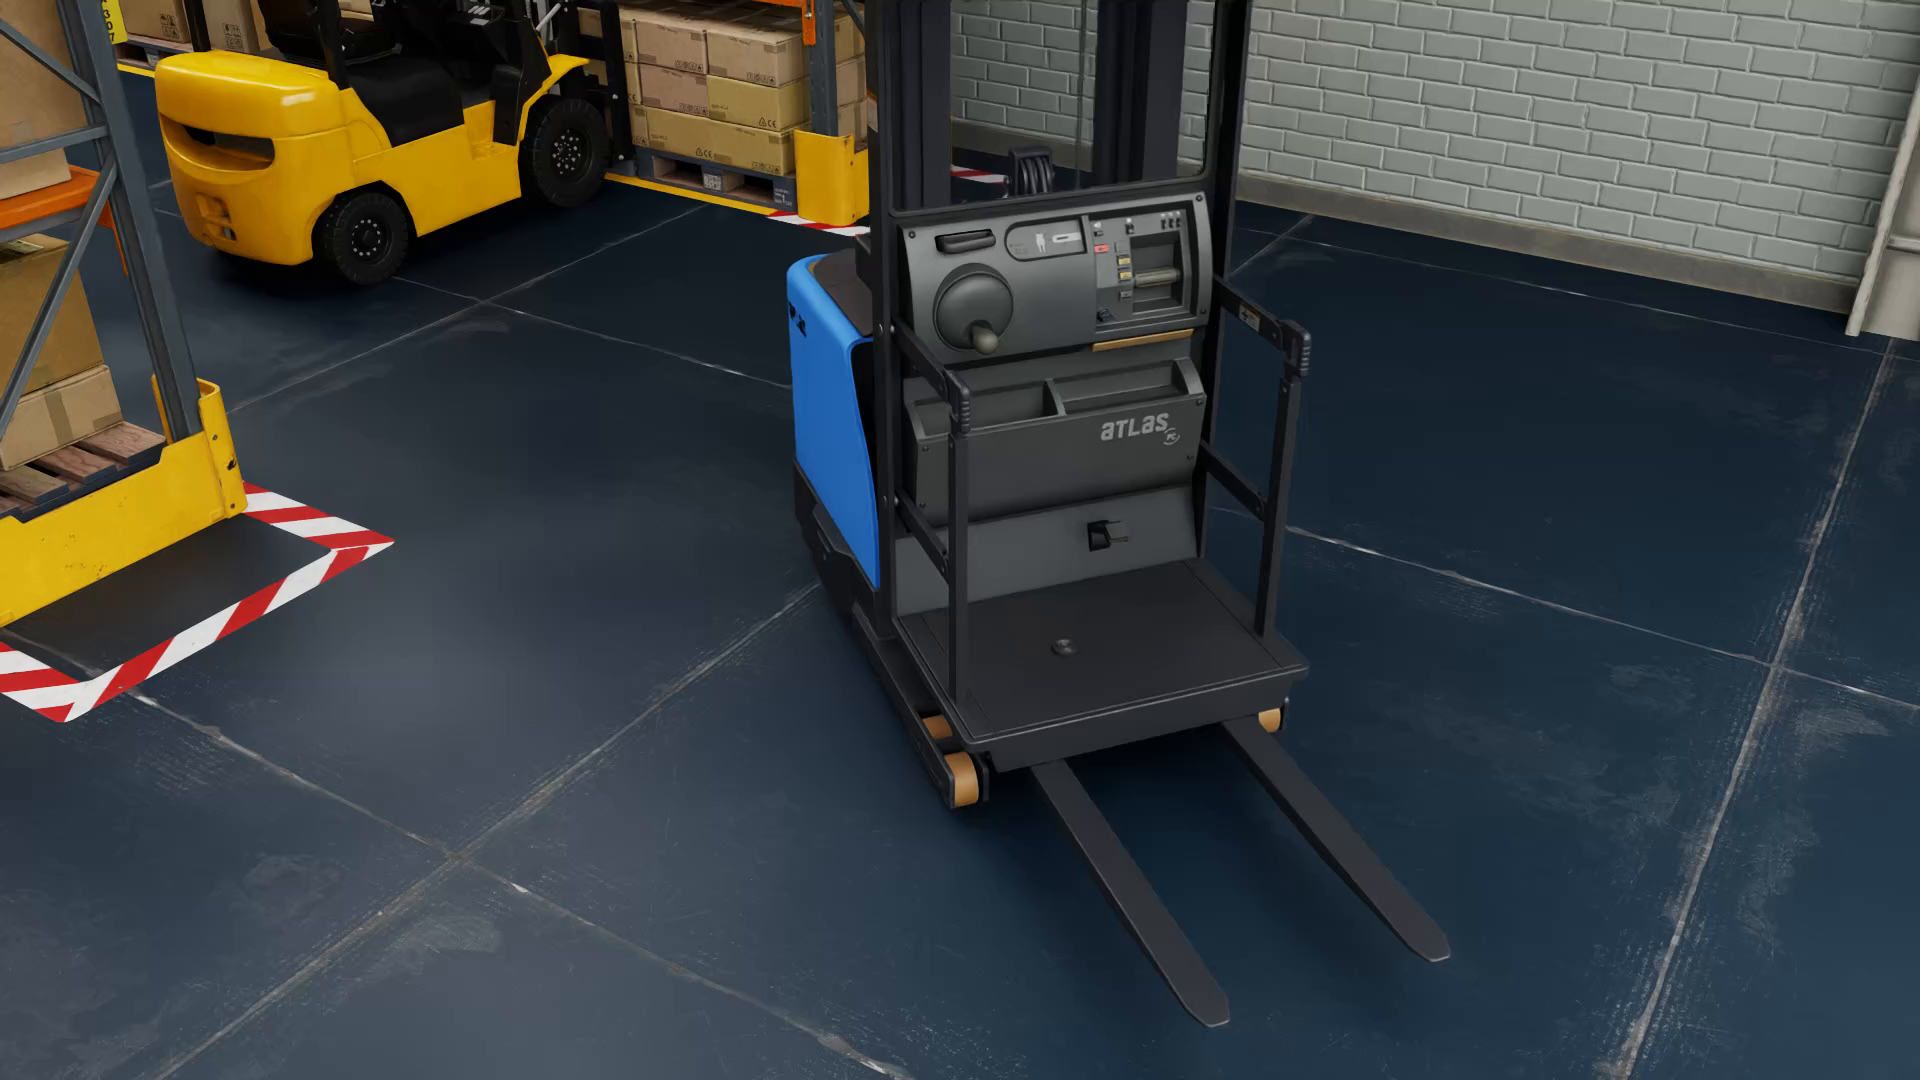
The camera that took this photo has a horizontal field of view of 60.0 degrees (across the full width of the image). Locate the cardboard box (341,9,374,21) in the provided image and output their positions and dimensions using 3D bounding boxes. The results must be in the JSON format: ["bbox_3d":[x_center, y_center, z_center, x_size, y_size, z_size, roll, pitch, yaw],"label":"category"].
[{"bbox_3d":[-3.645,-3.346,10.825,0.500,0.250,0.500,17,34,27],"label":"cardboard box"}]

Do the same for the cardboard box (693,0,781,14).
[{"bbox_3d":[-1.234,-3.094,9.896,0.500,0.250,0.500,18,35,27],"label":"cardboard box"}]

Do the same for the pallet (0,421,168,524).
[{"bbox_3d":[-3.872,-0.256,6.479,1.213,0.211,1.003,18,35,27],"label":"pallet"}]

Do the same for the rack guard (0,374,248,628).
[{"bbox_3d":[-3.203,-0.148,6.007,0.348,0.500,1.175,18,35,27],"label":"rack guard"}]

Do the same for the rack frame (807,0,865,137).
[{"bbox_3d":[-0.503,-3.327,8.975,0.127,3.000,1.000,18,35,27],"label":"rack frame"}]

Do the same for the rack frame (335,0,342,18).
[{"bbox_3d":[-3.891,-4.398,10.812,0.127,3.000,1.000,18,35,27],"label":"rack frame"}]

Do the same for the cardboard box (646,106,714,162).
[{"bbox_3d":[-1.485,-2.449,9.782,0.500,0.250,0.500,18,35,27],"label":"cardboard box"}]

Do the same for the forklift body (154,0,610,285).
[{"bbox_3d":[-3.079,-2.689,8.725,1.214,2.155,2.313,18,35,27],"label":"forklift body"}]

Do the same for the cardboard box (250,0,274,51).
[{"bbox_3d":[-4.338,-3.689,11.536,0.625,0.625,0.875,19,35,29],"label":"cardboard box"}]

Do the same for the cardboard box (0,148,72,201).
[{"bbox_3d":[-3.316,-1.278,5.713,0.250,0.149,0.380,18,35,28],"label":"cardboard box"}]

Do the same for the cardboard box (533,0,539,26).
[{"bbox_3d":[-2.352,-3.147,9.987,0.500,0.250,0.500,17,34,26],"label":"cardboard box"}]

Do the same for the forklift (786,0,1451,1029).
[{"bbox_3d":[0.365,-0.713,4.564,1.130,2.935,3.031,-11,32,-17],"label":"forklift"}]

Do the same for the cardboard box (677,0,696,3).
[{"bbox_3d":[-1.652,-3.233,10.134,0.500,0.250,0.500,17,34,27],"label":"cardboard box"}]

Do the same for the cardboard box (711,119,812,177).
[{"bbox_3d":[-1.069,-2.311,9.547,0.500,0.250,0.500,18,35,28],"label":"cardboard box"}]

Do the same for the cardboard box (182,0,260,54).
[{"bbox_3d":[-4.992,-3.900,11.898,0.625,0.625,0.875,17,34,27],"label":"cardboard box"}]

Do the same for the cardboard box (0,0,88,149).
[{"bbox_3d":[-3.392,-1.624,5.663,0.500,0.500,0.500,17,34,27],"label":"cardboard box"}]

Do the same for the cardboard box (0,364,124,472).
[{"bbox_3d":[-3.675,-0.535,6.502,0.500,0.250,0.500,17,34,27],"label":"cardboard box"}]

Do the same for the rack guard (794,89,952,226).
[{"bbox_3d":[-0.482,-2.240,9.594,0.348,0.500,1.175,18,35,27],"label":"rack guard"}]

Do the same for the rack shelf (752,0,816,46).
[{"bbox_3d":[-2.197,-3.552,10.075,4.000,0.370,1.077,18,35,27],"label":"rack shelf"}]

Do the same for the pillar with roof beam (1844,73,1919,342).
[{"bbox_3d":[2.180,-3.044,2.538,0.400,9.000,9.100,18,35,27],"label":"pillar with roof beam"}]

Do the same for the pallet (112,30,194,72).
[{"bbox_3d":[-5.573,-3.701,12.384,1.213,0.211,1.003,18,35,27],"label":"pallet"}]

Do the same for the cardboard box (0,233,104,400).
[{"bbox_3d":[-3.695,-0.865,6.324,0.500,0.500,0.500,16,34,26],"label":"cardboard box"}]

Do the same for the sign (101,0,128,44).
[{"bbox_3d":[-2.850,-1.813,5.521,0.005,0.325,0.100,18,35,27],"label":"sign"}]

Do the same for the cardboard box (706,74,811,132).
[{"bbox_3d":[-1.081,-2.533,9.431,0.500,0.250,0.500,17,34,27],"label":"cardboard box"}]

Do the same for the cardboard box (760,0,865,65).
[{"bbox_3d":[-0.809,-2.962,9.670,0.500,0.250,0.500,17,34,27],"label":"cardboard box"}]

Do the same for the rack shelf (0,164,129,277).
[{"bbox_3d":[-4.832,-1.432,6.442,4.000,0.370,1.077,18,35,27],"label":"rack shelf"}]

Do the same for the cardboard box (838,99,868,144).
[{"bbox_3d":[-0.815,-2.535,9.931,0.500,0.250,0.500,18,35,28],"label":"cardboard box"}]

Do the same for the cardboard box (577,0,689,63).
[{"bbox_3d":[-1.927,-3.008,9.748,0.500,0.250,0.500,18,35,28],"label":"cardboard box"}]

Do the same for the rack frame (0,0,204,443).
[{"bbox_3d":[-3.138,-1.207,5.342,0.127,3.000,1.000,18,35,27],"label":"rack frame"}]

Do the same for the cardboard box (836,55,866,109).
[{"bbox_3d":[-0.790,-2.751,9.804,0.500,0.250,0.500,18,35,28],"label":"cardboard box"}]

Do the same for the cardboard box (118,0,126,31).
[{"bbox_3d":[-6.200,-4.281,12.551,0.625,0.625,0.875,19,35,29],"label":"cardboard box"}]

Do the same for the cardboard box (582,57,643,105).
[{"bbox_3d":[-1.949,-2.801,9.891,0.500,0.250,0.500,17,34,26],"label":"cardboard box"}]

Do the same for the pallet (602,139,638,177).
[{"bbox_3d":[-2.202,-2.636,10.559,1.213,0.211,1.003,18,35,27],"label":"pallet"}]

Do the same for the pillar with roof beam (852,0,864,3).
[{"bbox_3d":[-2.902,-4.652,5.293,0.400,9.000,9.100,18,35,27],"label":"pillar with roof beam"}]

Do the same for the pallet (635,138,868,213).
[{"bbox_3d":[-1.173,-2.309,9.999,1.213,0.211,1.003,18,35,27],"label":"pallet"}]

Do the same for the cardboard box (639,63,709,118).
[{"bbox_3d":[-1.500,-2.672,9.669,0.500,0.250,0.500,17,34,27],"label":"cardboard box"}]

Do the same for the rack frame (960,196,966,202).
[{"bbox_3d":[-0.094,-0.697,6.254,0.240,1.200,0.006,-11,32,-17],"label":"rack frame"}]

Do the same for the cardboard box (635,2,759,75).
[{"bbox_3d":[-1.494,-2.877,9.524,0.500,0.250,0.500,18,35,28],"label":"cardboard box"}]

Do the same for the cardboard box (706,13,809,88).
[{"bbox_3d":[-1.058,-2.742,9.294,0.500,0.250,0.500,19,35,29],"label":"cardboard box"}]

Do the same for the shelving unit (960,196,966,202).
[{"bbox_3d":[-0.125,-0.741,6.329,0.258,1.200,0.189,-11,32,-17],"label":"shelving unit"}]

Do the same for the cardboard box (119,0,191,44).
[{"bbox_3d":[-5.629,-4.100,12.242,0.625,0.625,0.875,16,34,25],"label":"cardboard box"}]

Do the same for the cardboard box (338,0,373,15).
[{"bbox_3d":[-3.648,-3.560,10.696,0.500,0.250,0.500,17,34,27],"label":"cardboard box"}]

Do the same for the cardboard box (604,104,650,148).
[{"bbox_3d":[-1.904,-2.586,10.019,0.500,0.250,0.500,18,35,28],"label":"cardboard box"}]
